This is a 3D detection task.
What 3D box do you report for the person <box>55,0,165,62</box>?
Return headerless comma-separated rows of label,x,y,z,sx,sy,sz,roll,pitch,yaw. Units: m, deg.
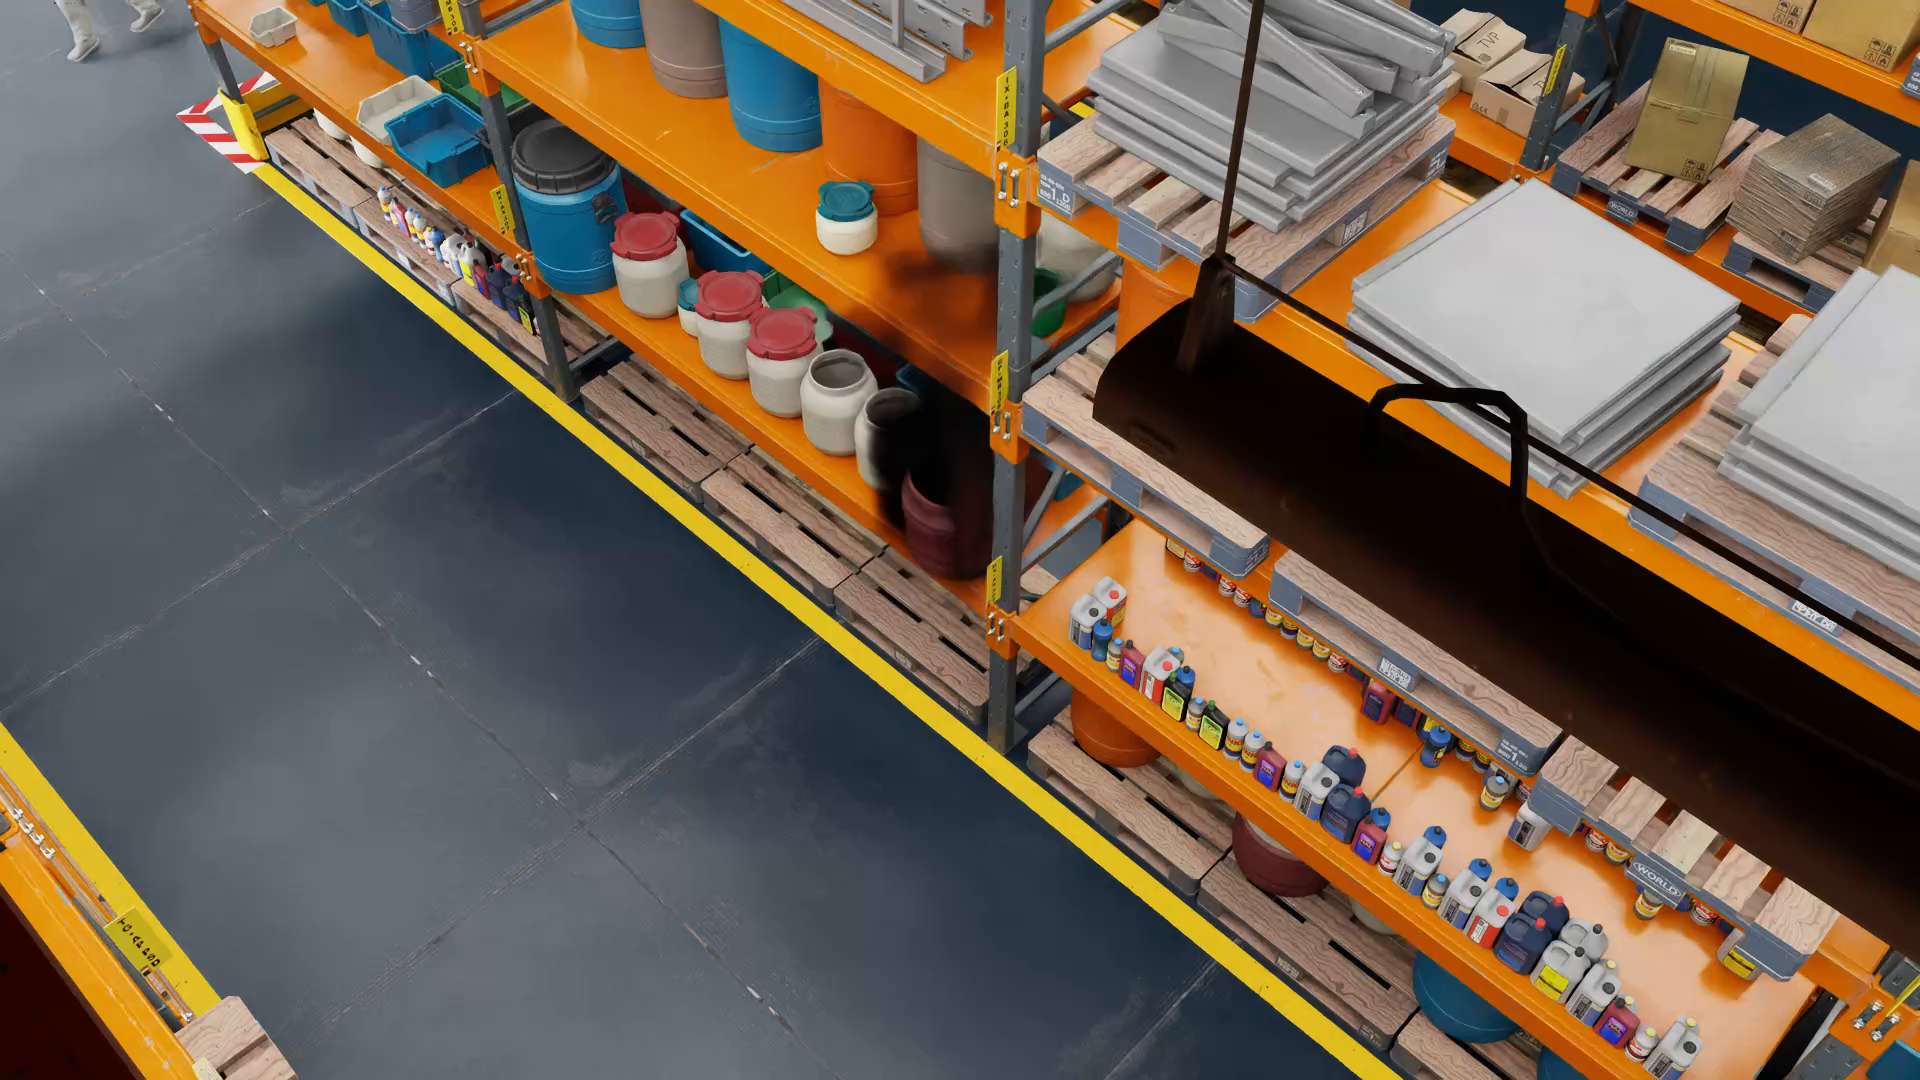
person,-7.000,-4.679,13.151,0.863,1.840,0.651,-12,51,-10
